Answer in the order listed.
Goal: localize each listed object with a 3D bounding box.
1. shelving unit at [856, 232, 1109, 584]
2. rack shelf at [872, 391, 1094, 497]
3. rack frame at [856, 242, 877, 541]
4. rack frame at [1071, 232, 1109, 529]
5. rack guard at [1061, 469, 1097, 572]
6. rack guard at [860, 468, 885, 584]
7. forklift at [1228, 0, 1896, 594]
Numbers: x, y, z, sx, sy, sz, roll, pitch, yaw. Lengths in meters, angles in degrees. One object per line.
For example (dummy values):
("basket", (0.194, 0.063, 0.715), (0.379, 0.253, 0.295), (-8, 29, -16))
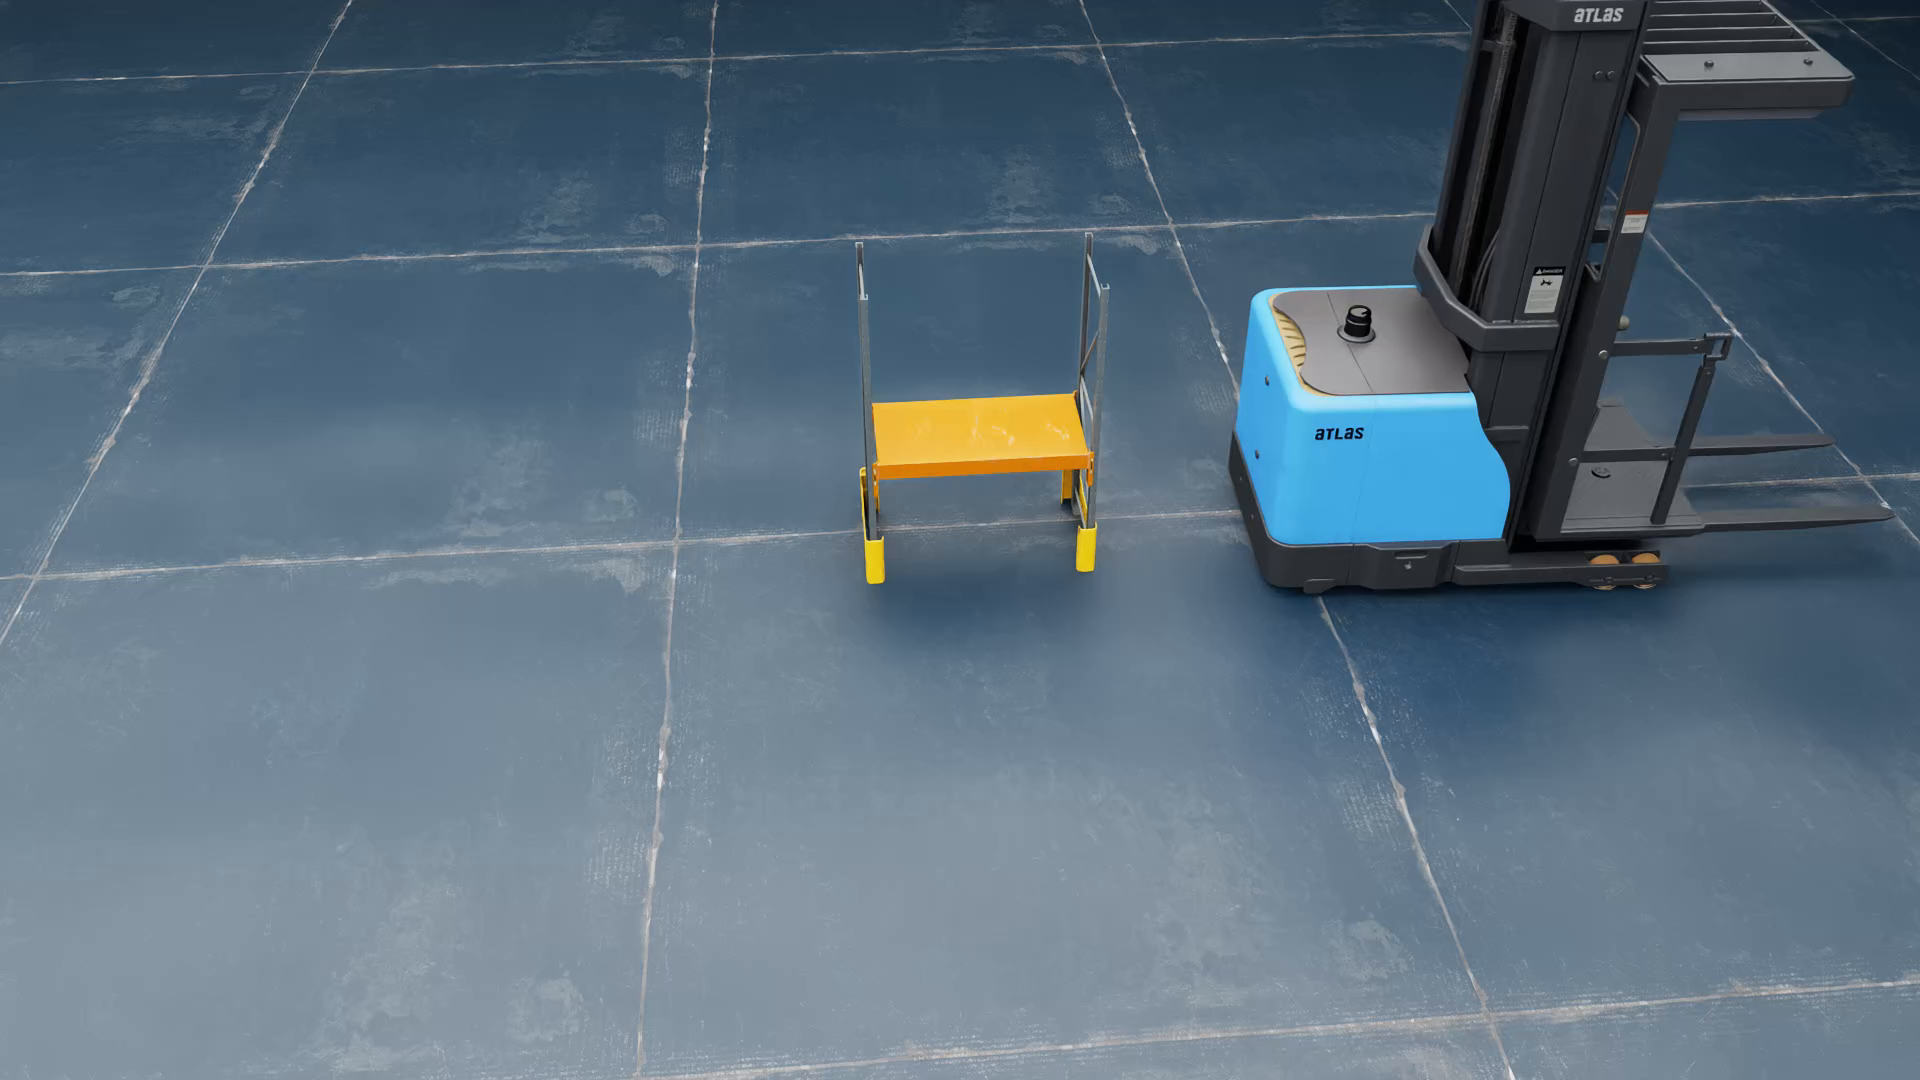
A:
("shelving unit", (0.076, -0.593, 7.613), (1.083, 1.500, 0.587), (-3, 38, -4))
("rack shelf", (0.085, -0.452, 7.725), (1.000, 0.185, 0.538), (-3, 38, -4))
("rack frame", (-0.421, -0.566, 7.578), (0.032, 1.500, 0.500), (-3, 38, -4))
("rack frame", (0.591, -0.621, 7.649), (0.032, 1.500, 0.500), (-3, 38, -4))
("rack guard", (0.572, -0.130, 8.034), (0.087, 0.250, 0.587), (-3, 38, -4))
("rack guard", (-0.420, -0.075, 7.965), (0.087, 0.250, 0.587), (-3, 38, -4))
("forklift", (2.893, -1.245, 7.283), (3.031, 2.935, 1.130), (-2, 38, -2))
